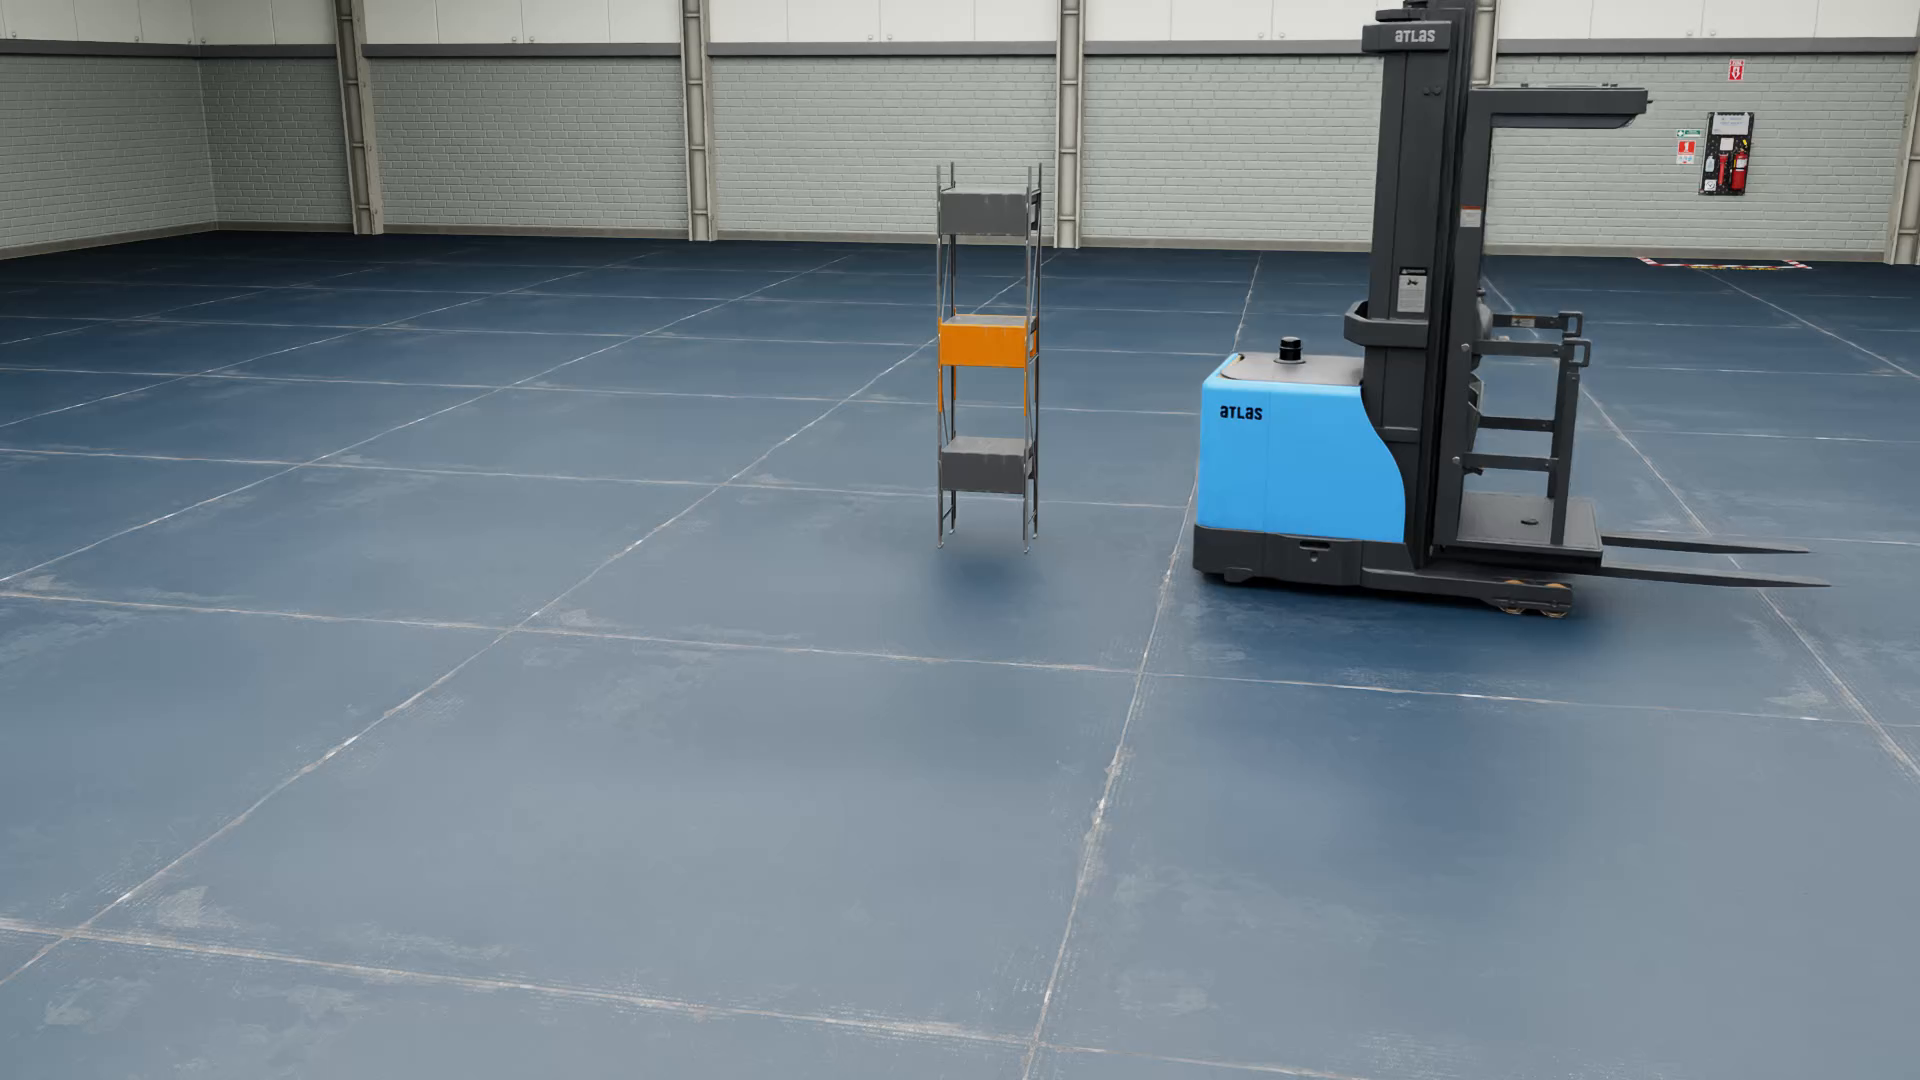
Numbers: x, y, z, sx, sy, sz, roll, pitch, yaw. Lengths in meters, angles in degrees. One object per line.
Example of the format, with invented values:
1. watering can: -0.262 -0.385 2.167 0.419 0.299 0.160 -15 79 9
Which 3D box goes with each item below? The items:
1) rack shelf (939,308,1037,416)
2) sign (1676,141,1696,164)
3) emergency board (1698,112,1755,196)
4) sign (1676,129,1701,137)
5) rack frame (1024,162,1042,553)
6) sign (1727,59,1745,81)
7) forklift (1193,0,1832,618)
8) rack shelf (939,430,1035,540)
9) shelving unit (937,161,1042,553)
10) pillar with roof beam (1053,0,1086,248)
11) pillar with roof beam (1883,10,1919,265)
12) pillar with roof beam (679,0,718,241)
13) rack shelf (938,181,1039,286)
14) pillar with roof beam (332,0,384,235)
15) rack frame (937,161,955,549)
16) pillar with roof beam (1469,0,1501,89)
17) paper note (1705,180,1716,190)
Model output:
1. rack shelf: 0.162 -0.990 9.184 0.480 0.518 0.431 3 16 11
2. sign: 10.508 -5.612 24.065 0.234 0.329 0.001 3 16 11
3. emergency board: 11.029 -5.538 23.866 0.643 1.169 0.194 3 16 11
4. sign: 10.510 -5.865 23.985 0.331 0.109 0.001 3 16 11
5. rack frame: 0.401 -0.990 9.133 0.015 2.100 0.400 3 16 11
6. sign: 11.041 -6.682 23.652 0.199 0.298 0.001 3 16 11
7. forklift: 2.794 -1.192 8.303 3.031 2.935 1.130 5 16 17
8. rack shelf: 0.162 -0.315 9.370 0.480 0.518 0.431 3 16 11
9. shelving unit: 0.162 -1.003 9.180 0.503 2.100 0.431 3 16 11
10. pillar with roof beam: 0.826 -7.800 20.793 0.400 9.000 9.100 3 16 11
11. pillar with roof beam: 12.585 -7.162 18.489 0.400 9.000 9.100 3 16 11
12. pillar with roof beam: -5.054 -8.119 21.946 0.400 9.000 9.100 3 16 11
13. rack shelf: 0.162 -1.665 8.997 0.480 0.518 0.431 3 16 11
14. pillar with roof beam: -10.933 -8.438 23.098 0.400 9.000 9.100 3 16 11
15. rack frame: -0.077 -1.016 9.227 0.015 2.100 0.400 3 16 11
16. pillar with roof beam: 6.706 -7.481 19.641 0.400 9.000 9.100 3 16 11
17. paper note: 10.869 -5.141 24.083 0.142 0.148 0.016 3 16 11
